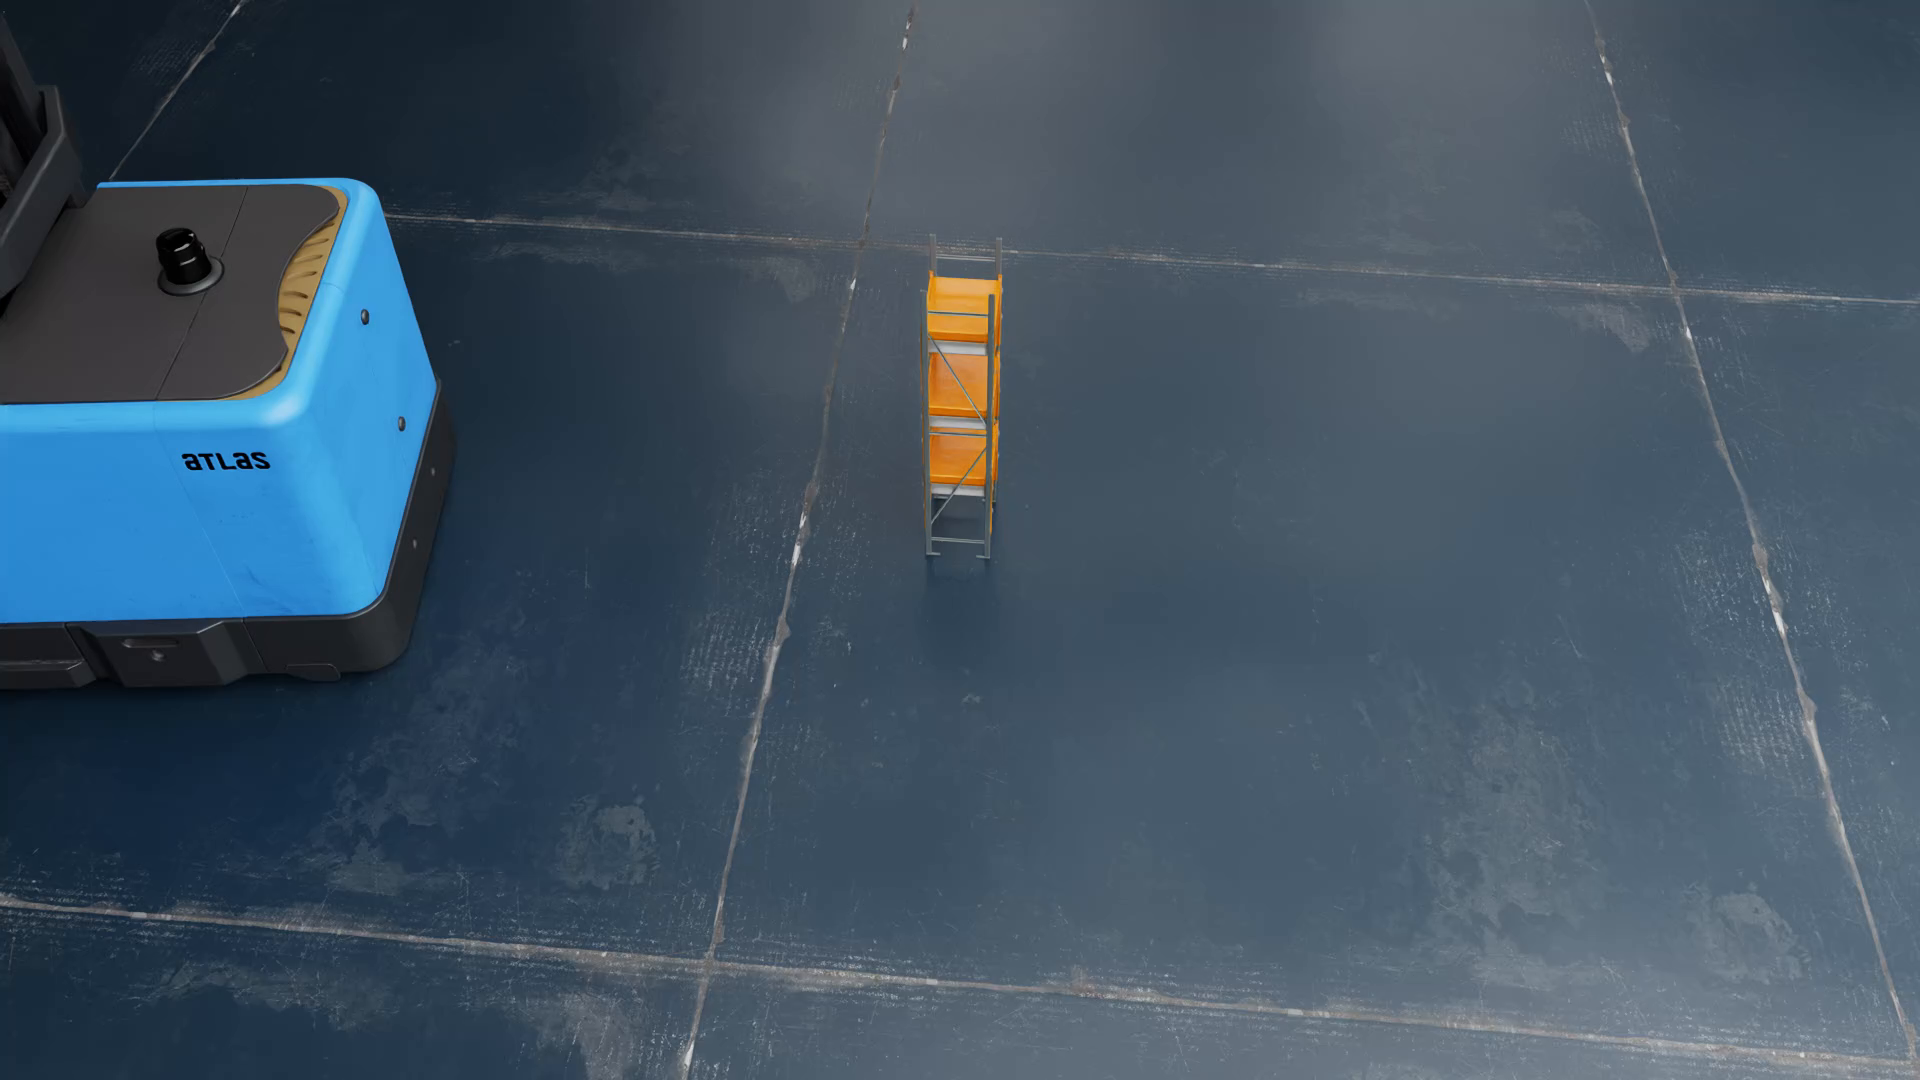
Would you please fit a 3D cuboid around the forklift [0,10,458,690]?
[{"bbox_3d":[-3.146,-0.914,4.100,3.031,2.935,1.130,-1,48,-1],"label":"forklift"}]

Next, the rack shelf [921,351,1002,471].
[{"bbox_3d":[0.005,-0.386,4.906,0.215,0.259,0.240,4,48,4],"label":"rack shelf"}]

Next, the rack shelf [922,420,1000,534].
[{"bbox_3d":[0.005,-0.199,5.111,0.215,0.259,0.240,4,48,4],"label":"rack shelf"}]

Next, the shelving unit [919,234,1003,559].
[{"bbox_3d":[0.005,-0.394,4.899,0.215,1.050,0.252,4,48,4],"label":"shelving unit"}]

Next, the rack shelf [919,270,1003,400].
[{"bbox_3d":[0.005,-0.578,4.697,0.215,0.259,0.240,4,48,4],"label":"rack shelf"}]

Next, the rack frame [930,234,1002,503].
[{"bbox_3d":[0.016,-0.483,4.981,0.200,1.050,0.008,4,48,4],"label":"rack frame"}]

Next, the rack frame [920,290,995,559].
[{"bbox_3d":[-0.006,-0.304,4.817,0.200,1.050,0.008,4,48,4],"label":"rack frame"}]
